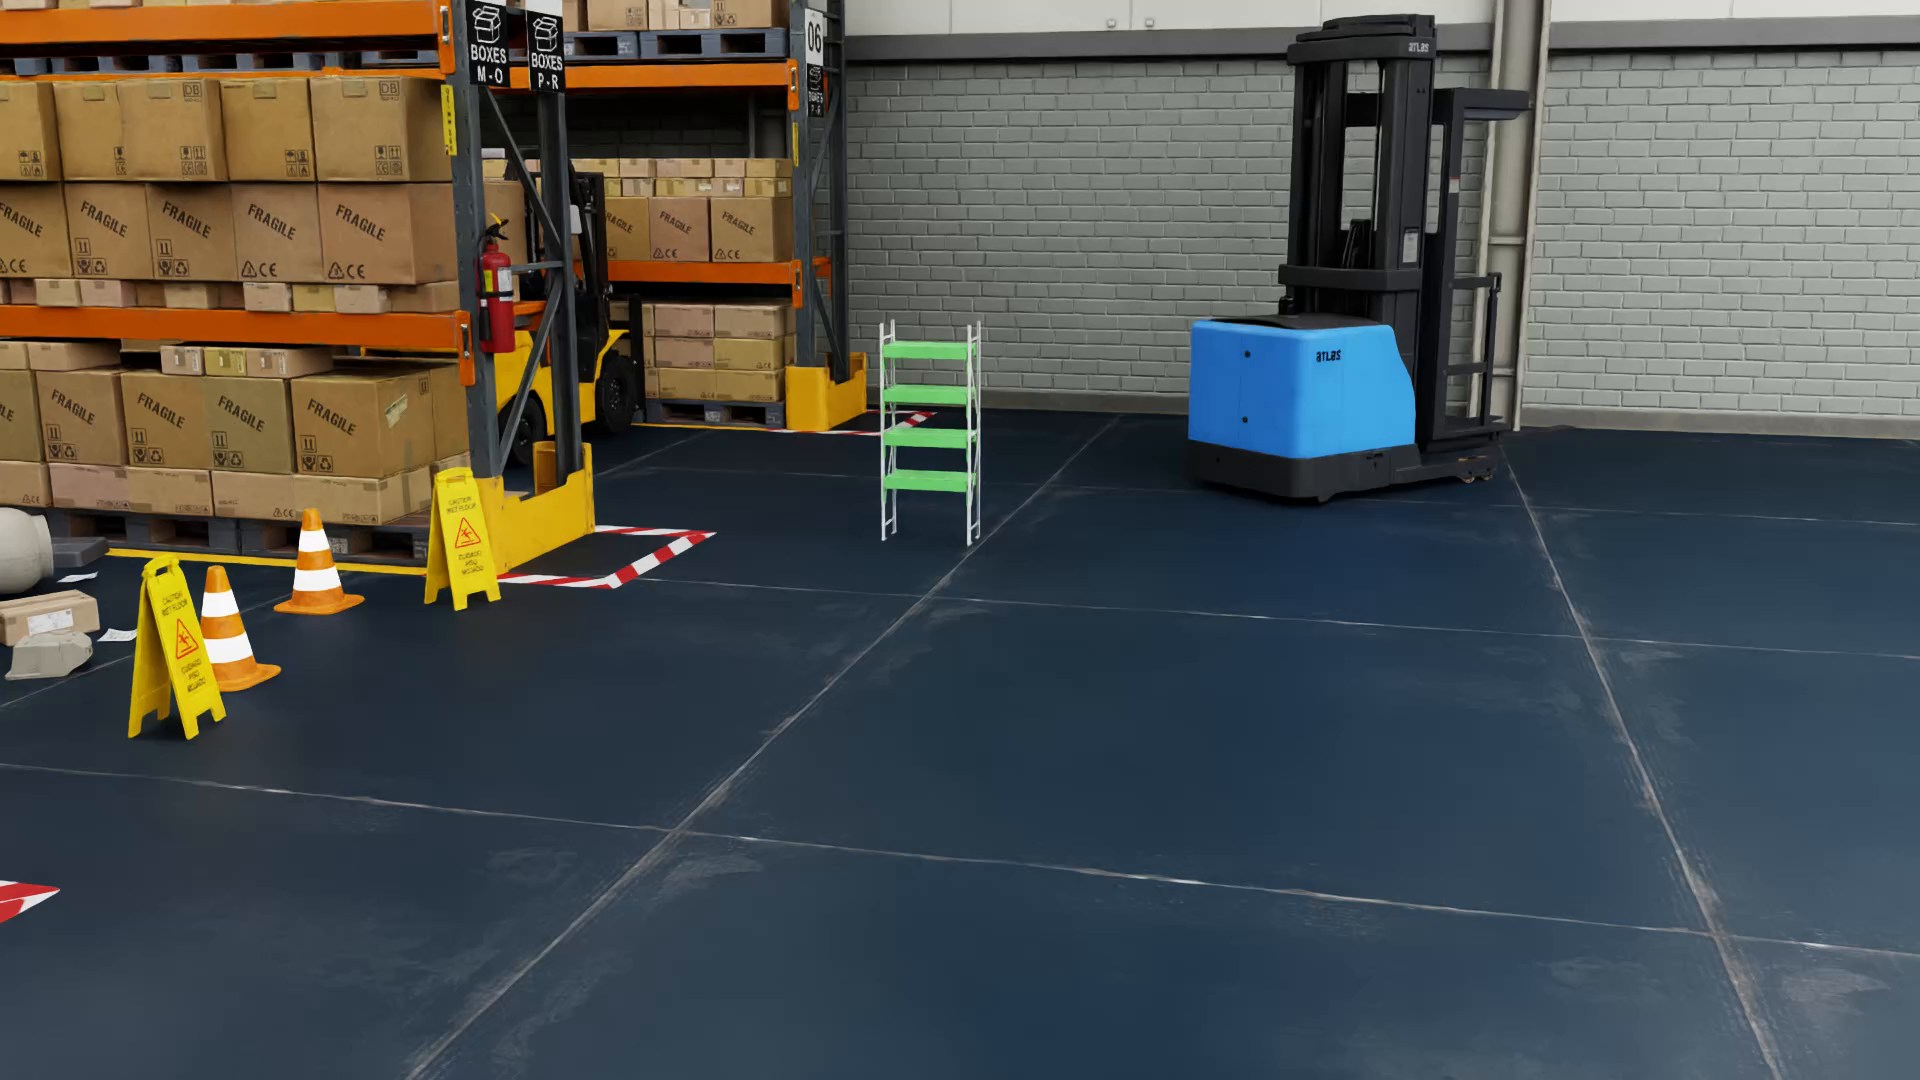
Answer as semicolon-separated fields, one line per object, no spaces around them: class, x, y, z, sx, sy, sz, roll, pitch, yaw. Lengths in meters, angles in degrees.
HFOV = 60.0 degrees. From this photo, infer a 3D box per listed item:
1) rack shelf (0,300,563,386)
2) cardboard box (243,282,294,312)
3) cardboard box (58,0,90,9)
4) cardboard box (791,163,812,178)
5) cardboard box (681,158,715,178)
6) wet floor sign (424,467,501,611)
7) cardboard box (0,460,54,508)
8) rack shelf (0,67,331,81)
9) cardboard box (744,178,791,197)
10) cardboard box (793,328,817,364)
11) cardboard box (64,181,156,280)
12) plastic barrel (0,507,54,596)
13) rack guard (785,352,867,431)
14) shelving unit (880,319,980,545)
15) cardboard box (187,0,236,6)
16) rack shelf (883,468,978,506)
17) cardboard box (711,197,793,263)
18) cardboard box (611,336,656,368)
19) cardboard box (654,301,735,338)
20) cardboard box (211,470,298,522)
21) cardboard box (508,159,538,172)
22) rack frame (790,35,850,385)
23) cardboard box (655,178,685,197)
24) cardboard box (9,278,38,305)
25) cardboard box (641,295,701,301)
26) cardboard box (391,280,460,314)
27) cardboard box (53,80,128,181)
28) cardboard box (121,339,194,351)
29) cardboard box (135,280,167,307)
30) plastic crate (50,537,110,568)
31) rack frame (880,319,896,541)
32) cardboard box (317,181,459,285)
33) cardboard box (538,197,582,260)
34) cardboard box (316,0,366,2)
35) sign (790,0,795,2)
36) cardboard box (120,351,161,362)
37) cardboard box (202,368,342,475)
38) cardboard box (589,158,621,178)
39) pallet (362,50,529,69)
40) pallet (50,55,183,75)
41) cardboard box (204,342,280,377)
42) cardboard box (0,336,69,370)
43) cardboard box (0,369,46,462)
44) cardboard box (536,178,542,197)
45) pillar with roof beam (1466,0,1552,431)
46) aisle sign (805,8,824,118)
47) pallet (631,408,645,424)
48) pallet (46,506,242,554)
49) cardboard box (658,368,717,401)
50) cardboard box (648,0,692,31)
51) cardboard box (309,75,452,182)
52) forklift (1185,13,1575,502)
rack shelf;-4.237;-1.158;9.191;4.000;0.370;1.077;3;13;14
cardboard box;-3.483;-1.272;8.623;0.250;0.149;0.380;3;13;15
cardboard box;-4.435;-2.807;8.615;0.250;0.149;0.380;3;13;14
cardboard box;-1.384;-3.023;13.518;0.250;0.149;0.380;3;13;12
cardboard box;-2.015;-2.949;13.185;0.250;0.149;0.380;3;13;15
wet floor sign;-2.367;-0.022;7.841;0.232;0.644;0.267;8;15;33
cardboard box;-5.149;-0.363;9.325;0.500;0.250;0.500;4;13;17
rack shelf;-6.934;-3.874;14.507;4.000;0.370;1.077;3;13;14
cardboard box;-1.513;-2.774;13.085;0.250;0.149;0.380;3;13;14
cardboard box;-1.516;-1.625;13.856;0.500;0.250;0.500;3;13;15
cardboard box;-4.345;-1.654;8.846;0.500;0.500;0.500;3;13;14
plastic barrel;-4.663;0.063;7.972;0.512;0.421;0.421;-9;15;-35
rack guard;-1.086;-1.228;13.616;0.348;0.500;1.175;3;13;14
shelving unit;-0.161;-0.594;9.142;0.503;1.200;0.258;3;13;14
cardboard box;-3.691;-2.764;8.423;0.250;0.149;0.380;3;13;13
rack shelf;-0.161;-0.298;9.208;0.480;0.148;0.258;3;13;14
cardboard box;-1.650;-2.469;13.206;0.500;0.500;0.500;3;13;12
cardboard box;-2.647;-1.567;13.595;0.500;0.250;0.500;3;13;12
cardboard box;-2.128;-1.784;13.421;0.500;0.250;0.500;3;13;15
cardboard box;-3.645;-0.282;8.960;0.500;0.250;0.500;3;13;14
cardboard box;-3.485;-3.039;13.591;0.250;0.149;0.380;3;13;13
rack frame;-1.109;-2.450;13.351;0.127;3.000;1.000;3;13;14
cardboard box;-2.243;-2.823;13.304;0.250;0.149;0.380;3;13;13
cardboard box;-4.928;-1.370;9.064;0.250;0.149;0.380;3;13;13
cardboard box;-2.499;-1.919;14.027;0.500;0.250;0.500;3;13;13
cardboard box;-2.709;-1.258;8.557;0.250;0.149;0.380;4;13;15
cardboard box;-4.303;-2.156;8.802;0.500;0.500;0.700;3;13;13
cardboard box;-6.984;-1.808;14.972;0.625;0.625;0.875;3;13;11
cardboard box;-4.189;-1.341;8.933;0.250;0.149;0.380;3;13;14
plastic crate;-4.851;0.066;8.753;0.583;0.080;0.402;-1;13;-6
rack frame;-0.398;-0.607;9.200;0.015;1.200;0.240;3;13;14
cardboard box;-2.888;-1.570;8.468;0.500;0.500;0.500;3;13;13
cardboard box;-3.140;-2.548;13.563;0.500;0.500;0.500;3;13;14
cardboard box;-2.958;-2.713;8.193;0.250;0.149;0.380;3;13;14
sign;-1.253;-4.194;12.427;0.005;0.325;0.100;3;13;14
cardboard box;-4.550;-0.816;9.632;0.500;0.500;0.500;4;13;17
cardboard box;-3.643;-0.648;8.875;0.500;0.500;0.500;4;13;16
cardboard box;-2.771;-2.980;13.325;0.250;0.149;0.380;3;13;15
pallet;-4.158;-4.040;13.796;1.213;0.211;1.003;3;13;14
pallet;-7.109;-4.163;14.585;1.213;0.211;1.003;4;13;16
cardboard box;-3.751;-0.957;8.770;0.250;0.149;0.380;3;13;14
cardboard box;-5.064;-1.026;9.083;0.250;0.149;0.380;4;13;16
cardboard box;-5.148;-0.730;9.244;0.500;0.500;0.500;4;13;16
cardboard box;-3.250;-2.867;13.501;0.250;0.149;0.380;3;13;12
pillar with roof beam;3.225;-4.388;8.234;0.400;9.000;9.100;3;13;14
aisle sign;-1.116;-3.654;12.775;0.004;0.787;0.394;3;13;14
pallet;-3.042;-1.183;14.079;1.213;0.211;1.003;3;13;14
pallet;-4.330;-0.162;9.476;1.213;0.211;1.003;3;13;14
cardboard box;-2.122;-1.298;13.539;0.500;0.250;0.500;3;13;14
cardboard box;-2.233;-4.095;12.949;0.258;0.266;0.396;3;13;14
cardboard box;-2.843;-2.069;8.406;0.500;0.500;0.700;3;13;12
forklift;2.957;-1.887;10.973;3.031;2.935;1.130;-9;15;-35
